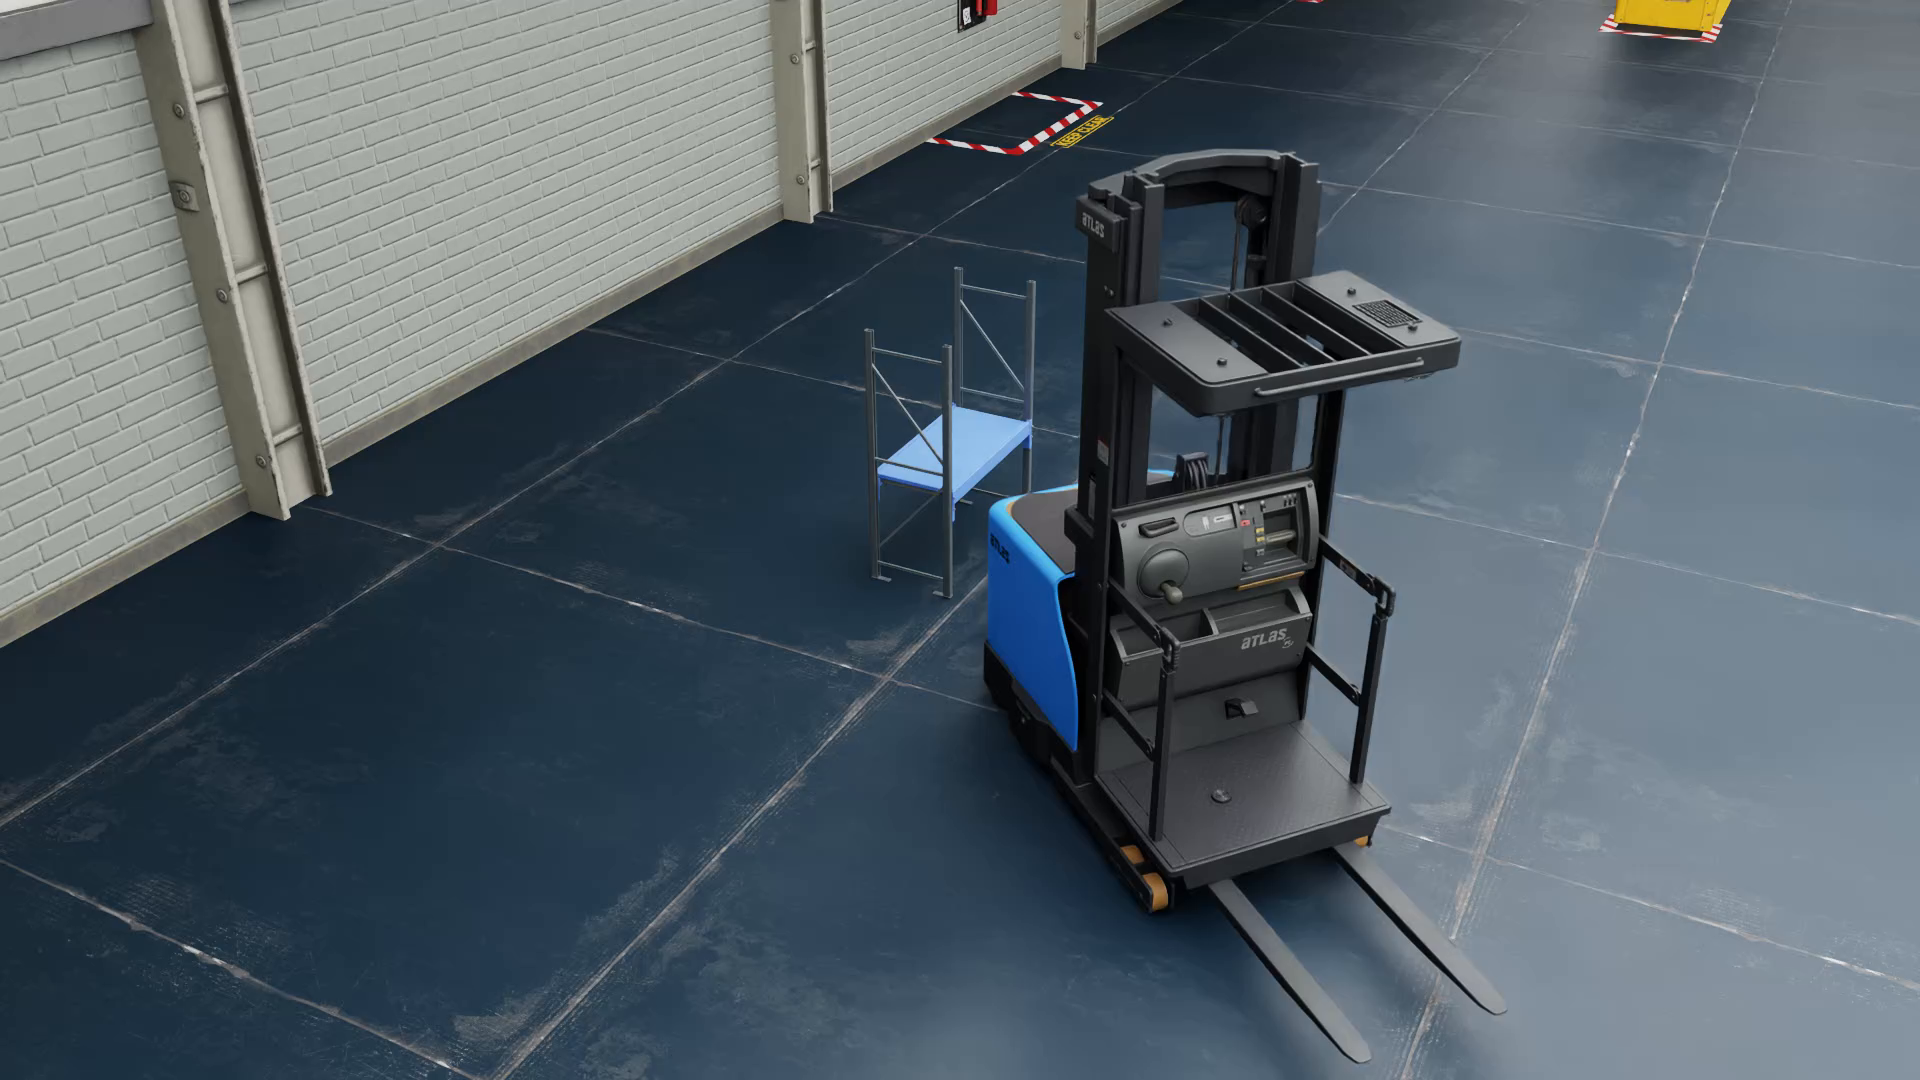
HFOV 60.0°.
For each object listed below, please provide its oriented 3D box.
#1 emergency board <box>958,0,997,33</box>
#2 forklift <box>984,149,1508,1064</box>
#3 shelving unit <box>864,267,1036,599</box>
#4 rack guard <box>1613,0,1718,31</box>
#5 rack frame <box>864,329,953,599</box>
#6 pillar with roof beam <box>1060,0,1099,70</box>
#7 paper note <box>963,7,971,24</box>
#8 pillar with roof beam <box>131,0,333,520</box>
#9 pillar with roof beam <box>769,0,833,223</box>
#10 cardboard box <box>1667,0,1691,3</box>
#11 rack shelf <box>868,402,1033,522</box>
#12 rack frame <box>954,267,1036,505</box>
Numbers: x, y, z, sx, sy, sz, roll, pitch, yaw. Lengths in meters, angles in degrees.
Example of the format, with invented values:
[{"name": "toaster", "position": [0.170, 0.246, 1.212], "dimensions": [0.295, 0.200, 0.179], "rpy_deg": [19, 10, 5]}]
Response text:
[{"name": "emergency board", "position": [0.215, -5.772, 16.789], "dimensions": [0.194, 1.169, 0.643], "rpy_deg": [14, 33, 23]}, {"name": "forklift", "position": [1.159, 0.056, 6.710], "dimensions": [1.130, 2.935, 3.031], "rpy_deg": [-12, 32, -20]}, {"name": "shelving unit", "position": [-0.039, -0.613, 9.311], "dimensions": [0.538, 1.500, 1.048], "rpy_deg": [14, 33, 23]}, {"name": "rack guard", "position": [8.959, -6.796, 21.082], "dimensions": [1.175, 0.500, 0.348], "rpy_deg": [14, 33, 23]}, {"name": "rack frame", "position": [-0.270, -0.387, 8.918], "dimensions": [0.500, 1.500, 0.032], "rpy_deg": [14, 33, 23]}, {"name": "pillar with roof beam", "position": [5.207, -8.484, 15.487], "dimensions": [9.100, 9.000, 0.400], "rpy_deg": [14, 33, 23]}, {"name": "paper note", "position": [0.072, -5.327, 16.899], "dimensions": [0.016, 0.148, 0.142], "rpy_deg": [14, 33, 23]}, {"name": "pillar with roof beam", "position": [-0.260, -3.164, 6.224], "dimensions": [9.100, 9.000, 0.400], "rpy_deg": [14, 33, 23]}, {"name": "pillar with roof beam", "position": [2.473, -5.824, 10.856], "dimensions": [9.100, 9.000, 0.400], "rpy_deg": [14, 33, 23]}, {"name": "cardboard box", "position": [9.413, -7.067, 21.384], "dimensions": [0.500, 0.250, 0.500], "rpy_deg": [14, 33, 23]}, {"name": "rack shelf", "position": [-0.039, -0.457, 9.400], "dimensions": [0.538, 0.185, 1.000], "rpy_deg": [14, 33, 23]}, {"name": "rack frame", "position": [0.193, -0.838, 9.703], "dimensions": [0.500, 1.500, 0.032], "rpy_deg": [14, 33, 23]}]
